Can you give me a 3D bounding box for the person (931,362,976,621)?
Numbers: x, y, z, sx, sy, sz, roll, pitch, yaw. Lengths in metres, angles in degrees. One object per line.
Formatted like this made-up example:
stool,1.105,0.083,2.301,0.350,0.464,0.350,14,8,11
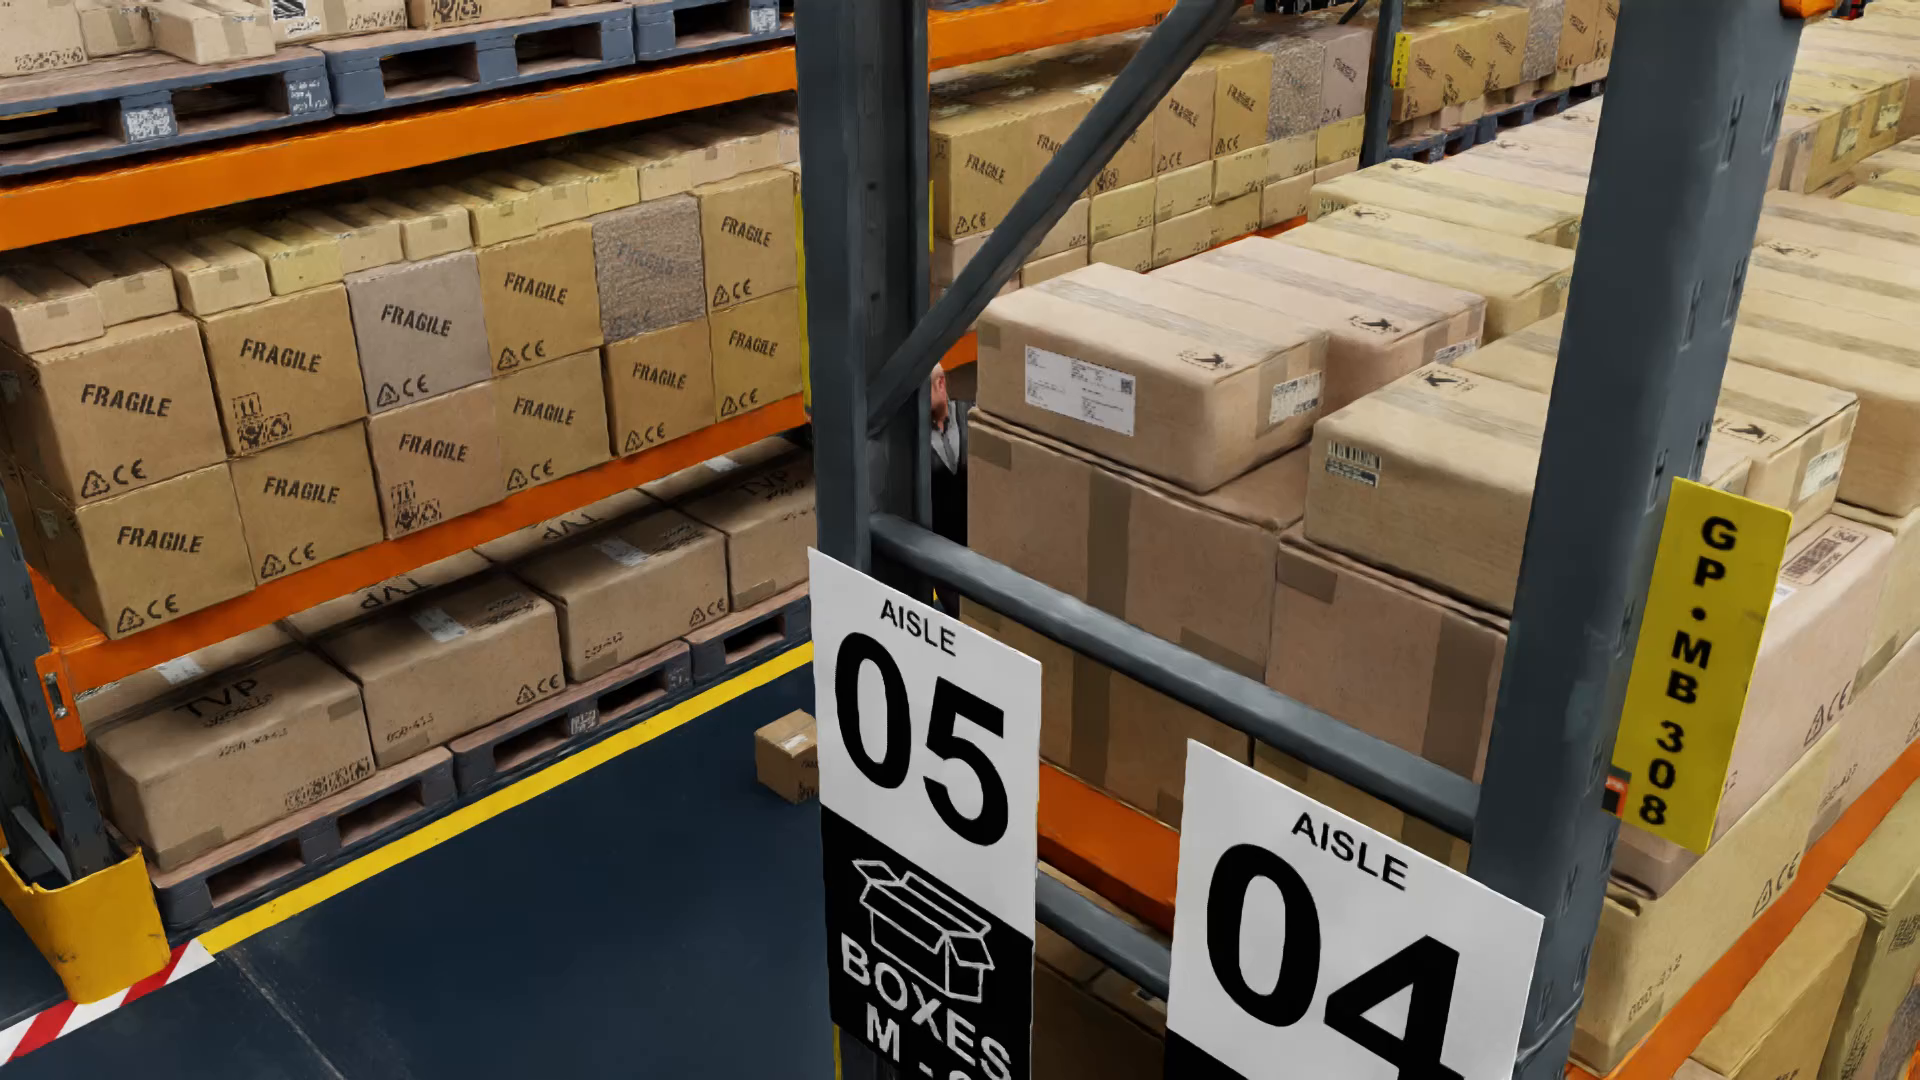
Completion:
person,-0.001,-0.001,7.181,0.645,1.688,0.600,-11,29,-19
